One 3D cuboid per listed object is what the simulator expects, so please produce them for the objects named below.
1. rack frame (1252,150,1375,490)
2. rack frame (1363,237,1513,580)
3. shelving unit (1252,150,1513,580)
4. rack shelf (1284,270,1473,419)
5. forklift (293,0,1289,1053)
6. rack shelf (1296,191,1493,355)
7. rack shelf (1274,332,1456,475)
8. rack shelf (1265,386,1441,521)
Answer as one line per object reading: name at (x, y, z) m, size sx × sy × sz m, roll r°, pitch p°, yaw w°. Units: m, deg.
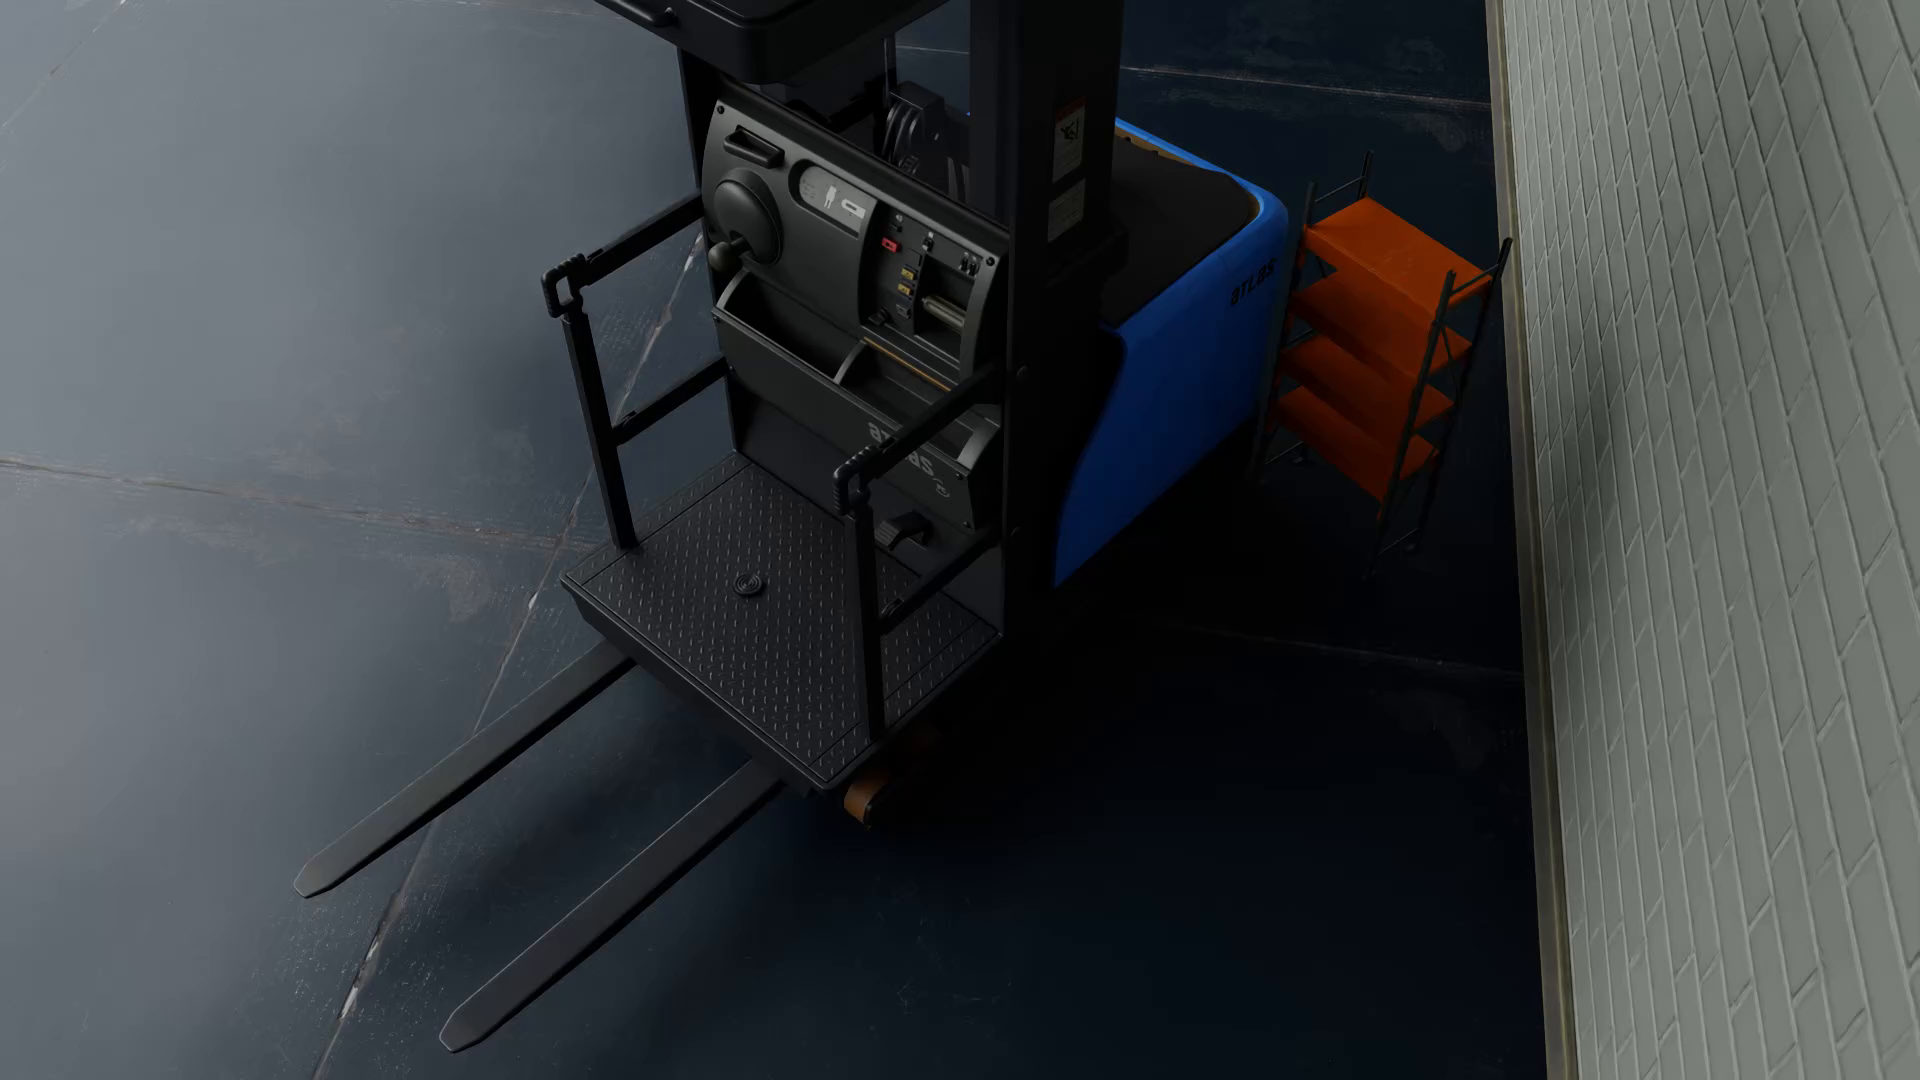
rack frame at (1.048, -0.622, 5.002) m, size 0.240 × 1.200 × 0.015 m, roll -30°, pitch 55°, yaw -24°
rack frame at (1.346, -0.334, 4.744) m, size 0.240 × 1.200 × 0.015 m, roll -30°, pitch 55°, yaw -24°
shelving unit at (1.197, -0.478, 4.873) m, size 0.258 × 1.200 × 0.503 m, roll -30°, pitch 55°, yaw -24°
rack shelf at (1.197, -0.583, 4.757) m, size 0.258 × 0.148 × 0.480 m, roll -30°, pitch 55°, yaw -24°
forklift at (-0.417, -0.636, 3.851) m, size 1.130 × 2.935 × 3.031 m, roll 34°, pitch 56°, yaw 27°
rack shelf at (1.197, -0.741, 4.581) m, size 0.258 × 0.148 × 0.480 m, roll -30°, pitch 55°, yaw -24°
rack shelf at (1.197, -0.433, 4.923) m, size 0.258 × 0.148 × 0.480 m, roll -30°, pitch 55°, yaw -24°
rack shelf at (1.197, -0.301, 5.071) m, size 0.258 × 0.148 × 0.480 m, roll -30°, pitch 55°, yaw -24°
